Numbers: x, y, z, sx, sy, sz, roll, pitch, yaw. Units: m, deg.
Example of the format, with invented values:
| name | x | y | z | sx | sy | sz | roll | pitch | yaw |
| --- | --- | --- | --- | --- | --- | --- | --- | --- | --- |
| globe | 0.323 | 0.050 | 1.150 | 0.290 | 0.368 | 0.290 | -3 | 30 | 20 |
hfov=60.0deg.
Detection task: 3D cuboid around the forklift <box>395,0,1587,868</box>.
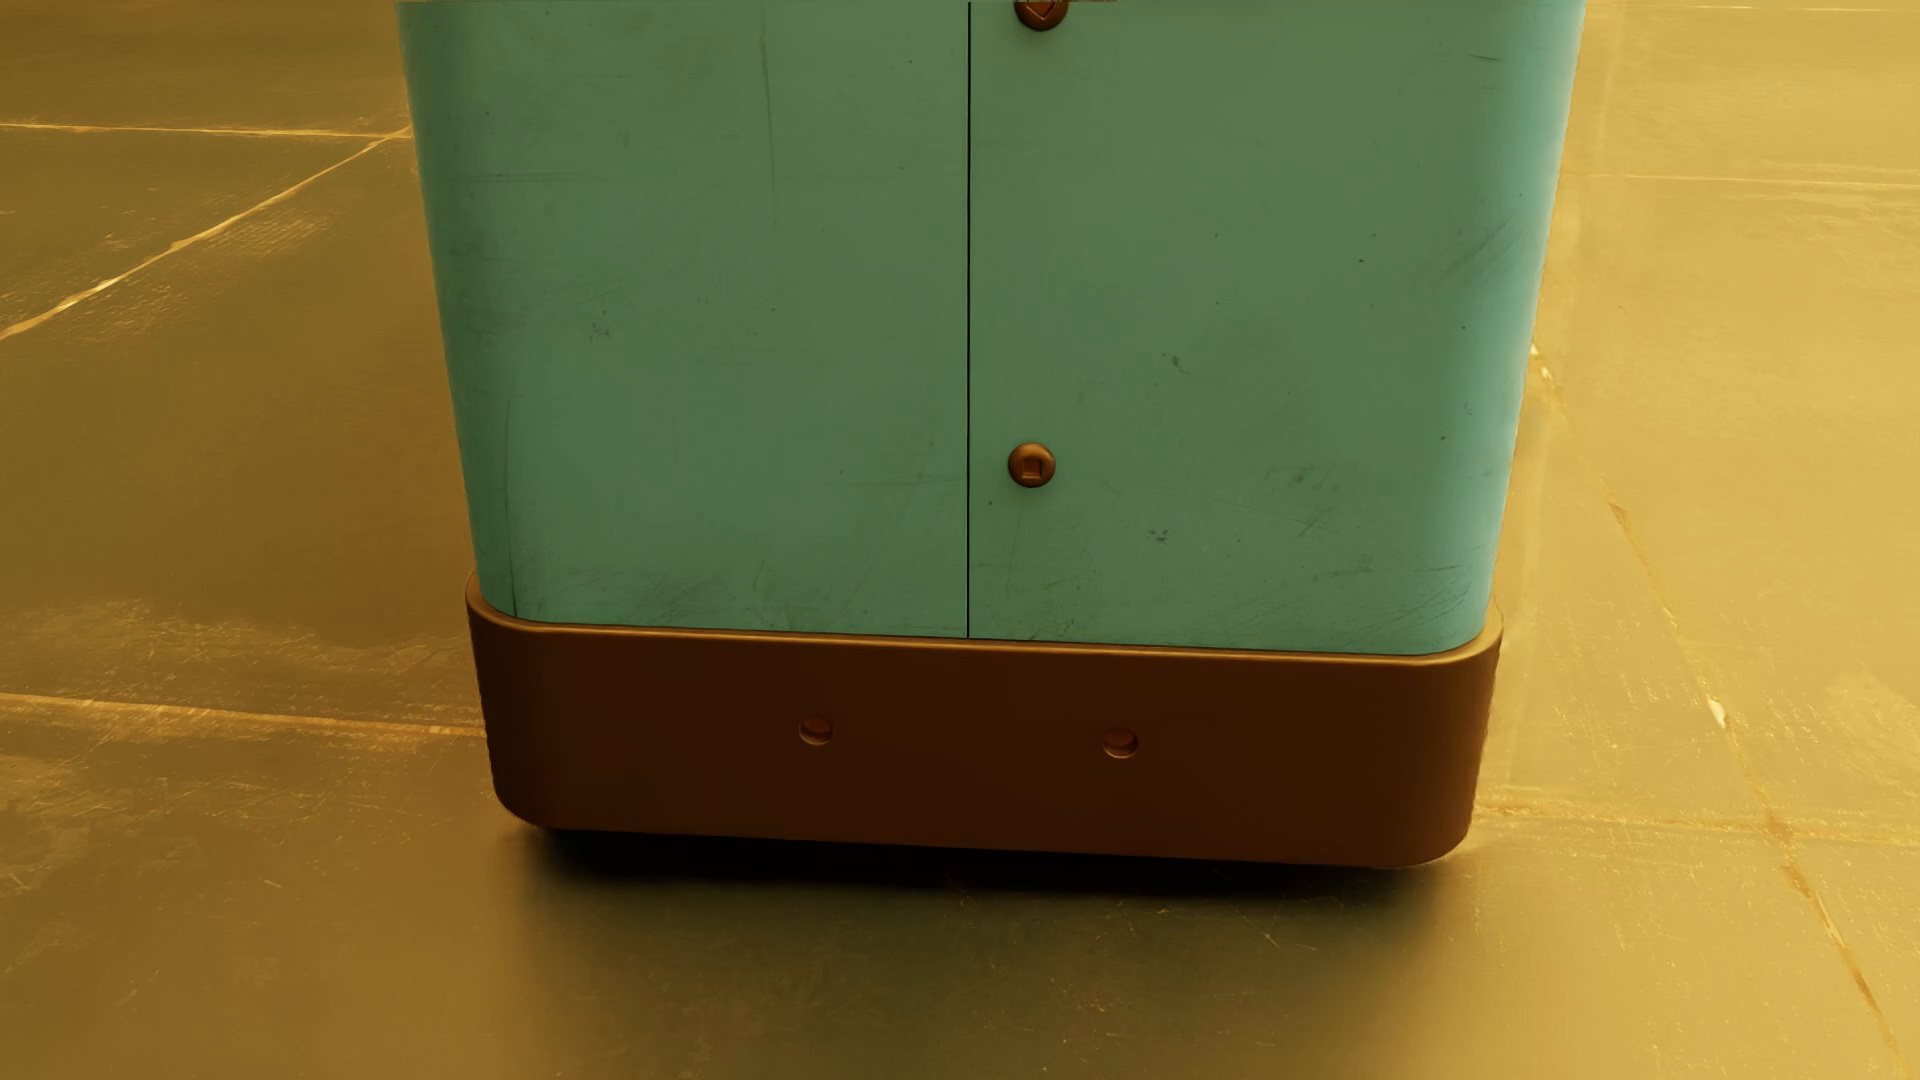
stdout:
| name | x | y | z | sx | sy | sz | roll | pitch | yaw |
| --- | --- | --- | --- | --- | --- | --- | --- | --- | --- |
| forklift | 0.123 | -1.605 | 2.433 | 1.130 | 2.935 | 3.031 | 2 | 27 | 4 |
